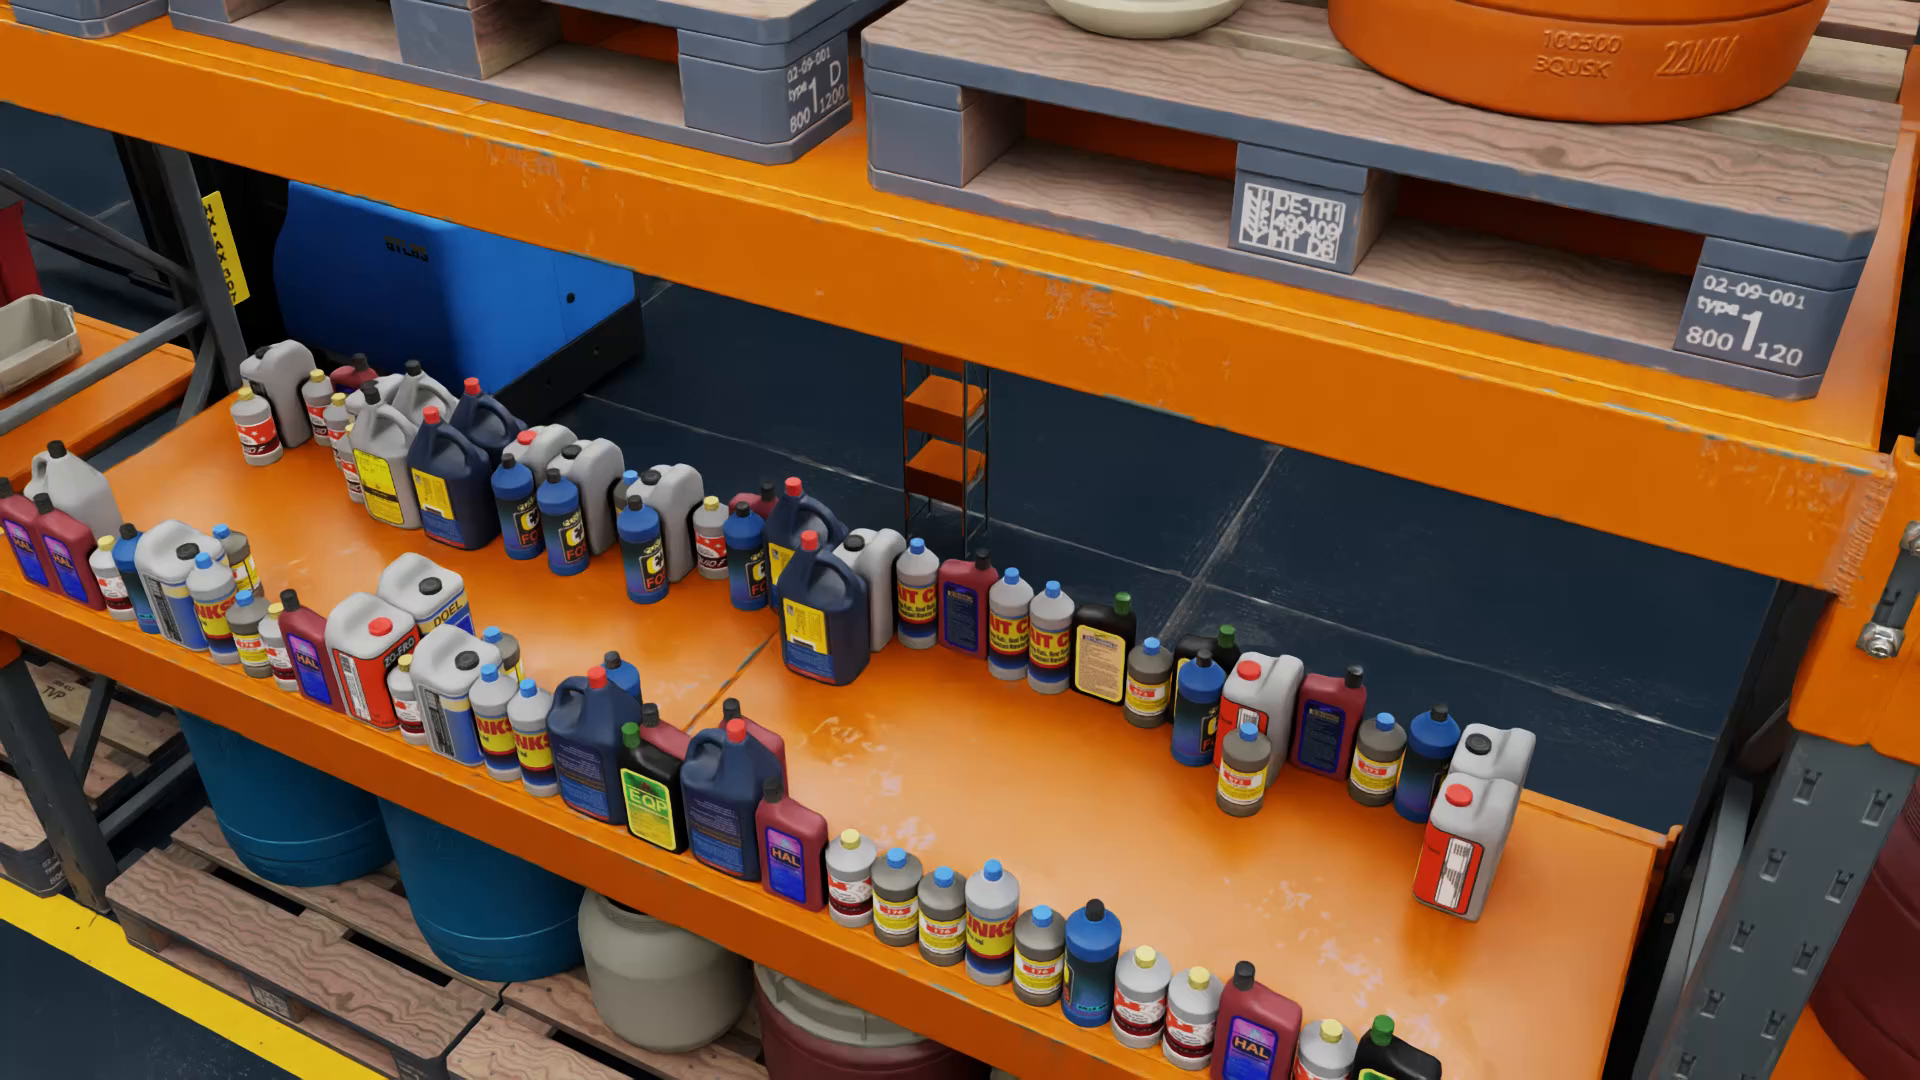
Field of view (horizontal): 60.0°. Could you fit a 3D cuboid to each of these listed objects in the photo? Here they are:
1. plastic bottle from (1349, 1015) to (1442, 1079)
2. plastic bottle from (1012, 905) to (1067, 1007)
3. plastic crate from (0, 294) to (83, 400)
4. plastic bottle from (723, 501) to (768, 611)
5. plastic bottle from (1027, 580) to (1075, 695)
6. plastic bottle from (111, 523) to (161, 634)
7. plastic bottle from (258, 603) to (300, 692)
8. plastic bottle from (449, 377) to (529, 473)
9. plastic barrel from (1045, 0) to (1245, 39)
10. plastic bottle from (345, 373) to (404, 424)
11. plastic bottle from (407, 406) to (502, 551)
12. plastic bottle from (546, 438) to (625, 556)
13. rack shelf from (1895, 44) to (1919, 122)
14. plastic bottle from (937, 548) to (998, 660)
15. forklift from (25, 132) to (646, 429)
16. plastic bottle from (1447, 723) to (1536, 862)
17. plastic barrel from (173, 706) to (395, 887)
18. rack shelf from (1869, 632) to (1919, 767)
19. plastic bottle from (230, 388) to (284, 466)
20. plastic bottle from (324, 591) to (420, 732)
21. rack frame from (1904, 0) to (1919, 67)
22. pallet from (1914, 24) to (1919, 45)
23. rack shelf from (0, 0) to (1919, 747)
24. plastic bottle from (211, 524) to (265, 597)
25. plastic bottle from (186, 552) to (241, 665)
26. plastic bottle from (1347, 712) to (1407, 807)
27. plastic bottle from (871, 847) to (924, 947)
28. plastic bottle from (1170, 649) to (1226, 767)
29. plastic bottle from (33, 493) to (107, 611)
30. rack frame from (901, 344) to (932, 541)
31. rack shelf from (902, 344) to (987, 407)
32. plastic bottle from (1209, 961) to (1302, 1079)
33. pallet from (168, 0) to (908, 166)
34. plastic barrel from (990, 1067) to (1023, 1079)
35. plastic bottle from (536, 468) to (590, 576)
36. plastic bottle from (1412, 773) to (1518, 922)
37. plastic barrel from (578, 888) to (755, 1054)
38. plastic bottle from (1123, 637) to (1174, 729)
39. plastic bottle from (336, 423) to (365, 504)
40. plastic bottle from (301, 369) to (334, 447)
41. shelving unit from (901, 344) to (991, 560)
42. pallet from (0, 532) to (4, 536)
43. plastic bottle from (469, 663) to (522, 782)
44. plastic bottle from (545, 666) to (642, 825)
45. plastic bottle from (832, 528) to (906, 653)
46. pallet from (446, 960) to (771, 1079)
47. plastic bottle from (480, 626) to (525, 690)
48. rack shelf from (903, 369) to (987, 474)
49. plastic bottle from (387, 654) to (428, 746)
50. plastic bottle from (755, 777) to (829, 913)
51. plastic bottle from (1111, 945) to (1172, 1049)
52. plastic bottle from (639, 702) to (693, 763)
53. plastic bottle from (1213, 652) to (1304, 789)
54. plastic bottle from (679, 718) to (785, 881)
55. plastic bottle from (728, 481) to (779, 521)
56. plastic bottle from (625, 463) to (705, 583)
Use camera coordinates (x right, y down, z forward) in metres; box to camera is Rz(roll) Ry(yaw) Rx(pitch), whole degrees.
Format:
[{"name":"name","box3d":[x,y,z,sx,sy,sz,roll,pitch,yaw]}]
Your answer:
[{"name":"plastic bottle","box3d":[0.702,0.886,2.699,0.133,0.283,0.061,17,41,21]},{"name":"plastic bottle","box3d":[0.144,0.731,2.970,0.097,0.201,0.097,0,37,0]},{"name":"plastic crate","box3d":[-2.642,-0.514,4.615,0.243,0.136,0.396,17,41,21]},{"name":"plastic bottle","box3d":[-0.492,0.029,3.837,0.097,0.271,0.097,0,37,0]},{"name":"plastic bottle","box3d":[0.198,0.203,3.608,0.097,0.271,0.097,0,37,0]},{"name":"plastic bottle","box3d":[-1.849,0.079,3.771,0.097,0.271,0.097,0,37,0]},{"name":"plastic bottle","box3d":[-1.470,0.226,3.636,0.097,0.201,0.097,0,37,0]},{"name":"plastic bottle","box3d":[-1.163,-0.238,4.124,0.185,0.351,0.144,17,41,21]},{"name":"plastic barrel","box3d":[0.238,-0.804,2.114,0.301,0.262,0.301,0,37,0]},{"name":"plastic bottle","box3d":[-1.471,-0.302,4.270,0.135,0.276,0.152,17,41,21]},{"name":"plastic bottle","box3d":[-1.230,-0.161,4.022,0.185,0.351,0.144,17,41,21]},{"name":"plastic bottle","box3d":[-0.904,-0.125,4.036,0.135,0.276,0.152,17,41,21]},{"name":"rack shelf","box3d":[5.311,-1.094,5.805,4.000,0.370,1.077,17,41,21]},{"name":"plastic bottle","box3d":[0.017,0.130,3.695,0.133,0.283,0.061,17,41,21]},{"name":"forklift","box3d":[-2.910,-2.165,6.679,3.031,2.935,1.130,19,41,23]},{"name":"plastic bottle","box3d":[1.022,0.478,3.241,0.135,0.276,0.152,17,41,21]},{"name":"plastic barrel","box3d":[-1.819,0.440,4.578,0.708,0.901,0.600,17,41,21]},{"name":"rack shelf","box3d":[3.034,0.371,1.395,4.000,0.370,1.077,17,41,21]},{"name":"plastic bottle","box3d":[-1.836,-0.302,4.331,0.097,0.201,0.097,0,37,0]},{"name":"plastic bottle","box3d":[-1.236,0.251,3.541,0.135,0.276,0.152,17,41,21]},{"name":"rack frame","box3d":[3.535,-1.936,6.320,0.127,3.000,1.000,17,41,21]},{"name":"pallet","box3d":[6.572,-3.201,10.292,1.213,0.211,1.003,17,41,21]},{"name":"rack shelf","box3d":[-0.518,-0.742,2.860,4.000,0.370,1.077,17,41,21]},{"name":"plastic bottle","box3d":[-1.693,0.053,3.864,0.097,0.201,0.097,0,37,0]},{"name":"plastic bottle","box3d":[-1.643,0.144,3.686,0.097,0.271,0.097,0,37,0]},{"name":"plastic bottle","box3d":[0.845,0.434,3.362,0.097,0.201,0.097,0,37,0]},{"name":"plastic bottle","box3d":[-0.115,0.650,3.077,0.097,0.201,0.097,0,37,0]},{"name":"plastic bottle","box3d":[0.493,0.337,3.431,0.097,0.271,0.097,0,37,0]},{"name":"plastic bottle","box3d":[-2.046,0.025,3.832,0.133,0.283,0.061,17,41,21]},{"name":"rack frame","box3d":[-0.156,-0.467,5.997,0.008,1.050,0.200,17,41,21]},{"name":"rack shelf","box3d":[-0.048,-0.651,5.787,0.240,0.259,0.215,17,41,21]},{"name":"plastic bottle","box3d":[0.497,0.822,2.783,0.133,0.283,0.061,17,41,21]},{"name":"pallet","box3d":[-0.545,-1.030,2.801,1.213,0.211,1.003,17,41,21]},{"name":"plastic barrel","box3d":[0.273,1.311,3.753,0.421,0.512,0.421,0,37,0]},{"name":"plastic bottle","box3d":[-0.945,-0.051,3.942,0.097,0.271,0.097,0,37,0]},{"name":"plastic bottle","box3d":[0.952,0.560,3.134,0.135,0.276,0.152,17,41,21]},{"name":"plastic barrel","box3d":[-0.730,0.997,4.167,0.421,0.512,0.421,0,37,0]},{"name":"plastic bottle","box3d":[0.402,0.295,3.544,0.097,0.201,0.097,0,37,0]},{"name":"plastic bottle","box3d":[-1.512,-0.200,4.198,0.097,0.201,0.097,0,37,0]},{"name":"plastic bottle","box3d":[-1.680,-0.357,4.403,0.097,0.201,0.097,0,37,0]},{"name":"shelving unit","box3d":[-0.048,-0.433,5.952,0.252,1.050,0.215,17,41,21]},{"name":"pallet","box3d":[-4.052,0.199,5.813,1.213,0.211,1.003,17,41,21]},{"name":"plastic bottle","box3d":[-0.940,0.364,3.396,0.097,0.271,0.097,0,37,0]},{"name":"plastic bottle","box3d":[-0.717,0.386,3.301,0.185,0.351,0.144,17,41,21]},{"name":"plastic bottle","box3d":[-0.209,0.093,3.749,0.135,0.276,0.152,17,41,21]},{"name":"pallet","box3d":[-0.541,1.297,4.367,1.213,0.211,1.003,17,41,21]},{"name":"plastic bottle","box3d":[-0.989,0.273,3.574,0.097,0.201,0.097,0,37,0]},{"name":"rack shelf","box3d":[-0.048,-0.425,5.959,0.240,0.259,0.215,17,41,21]},{"name":"plastic bottle","box3d":[-1.146,0.327,3.502,0.097,0.201,0.097,0,37,0]},{"name":"plastic bottle","box3d":[-0.313,0.568,3.117,0.133,0.283,0.061,17,41,21]},{"name":"plastic bottle","box3d":[0.317,0.785,2.899,0.097,0.201,0.097,0,37,0]},{"name":"plastic bottle","box3d":[-0.567,0.447,3.277,0.133,0.283,0.061,17,41,21]},{"name":"plastic bottle","box3d":[0.611,0.350,3.411,0.135,0.276,0.152,17,41,21]},{"name":"plastic bottle","box3d":[-0.435,0.475,3.185,0.185,0.351,0.144,17,41,21]},{"name":"plastic bottle","box3d":[-0.472,-0.023,3.896,0.133,0.283,0.061,17,41,21]},{"name":"plastic bottle","box3d":[-0.698,-0.060,3.951,0.135,0.276,0.152,17,41,21]}]
